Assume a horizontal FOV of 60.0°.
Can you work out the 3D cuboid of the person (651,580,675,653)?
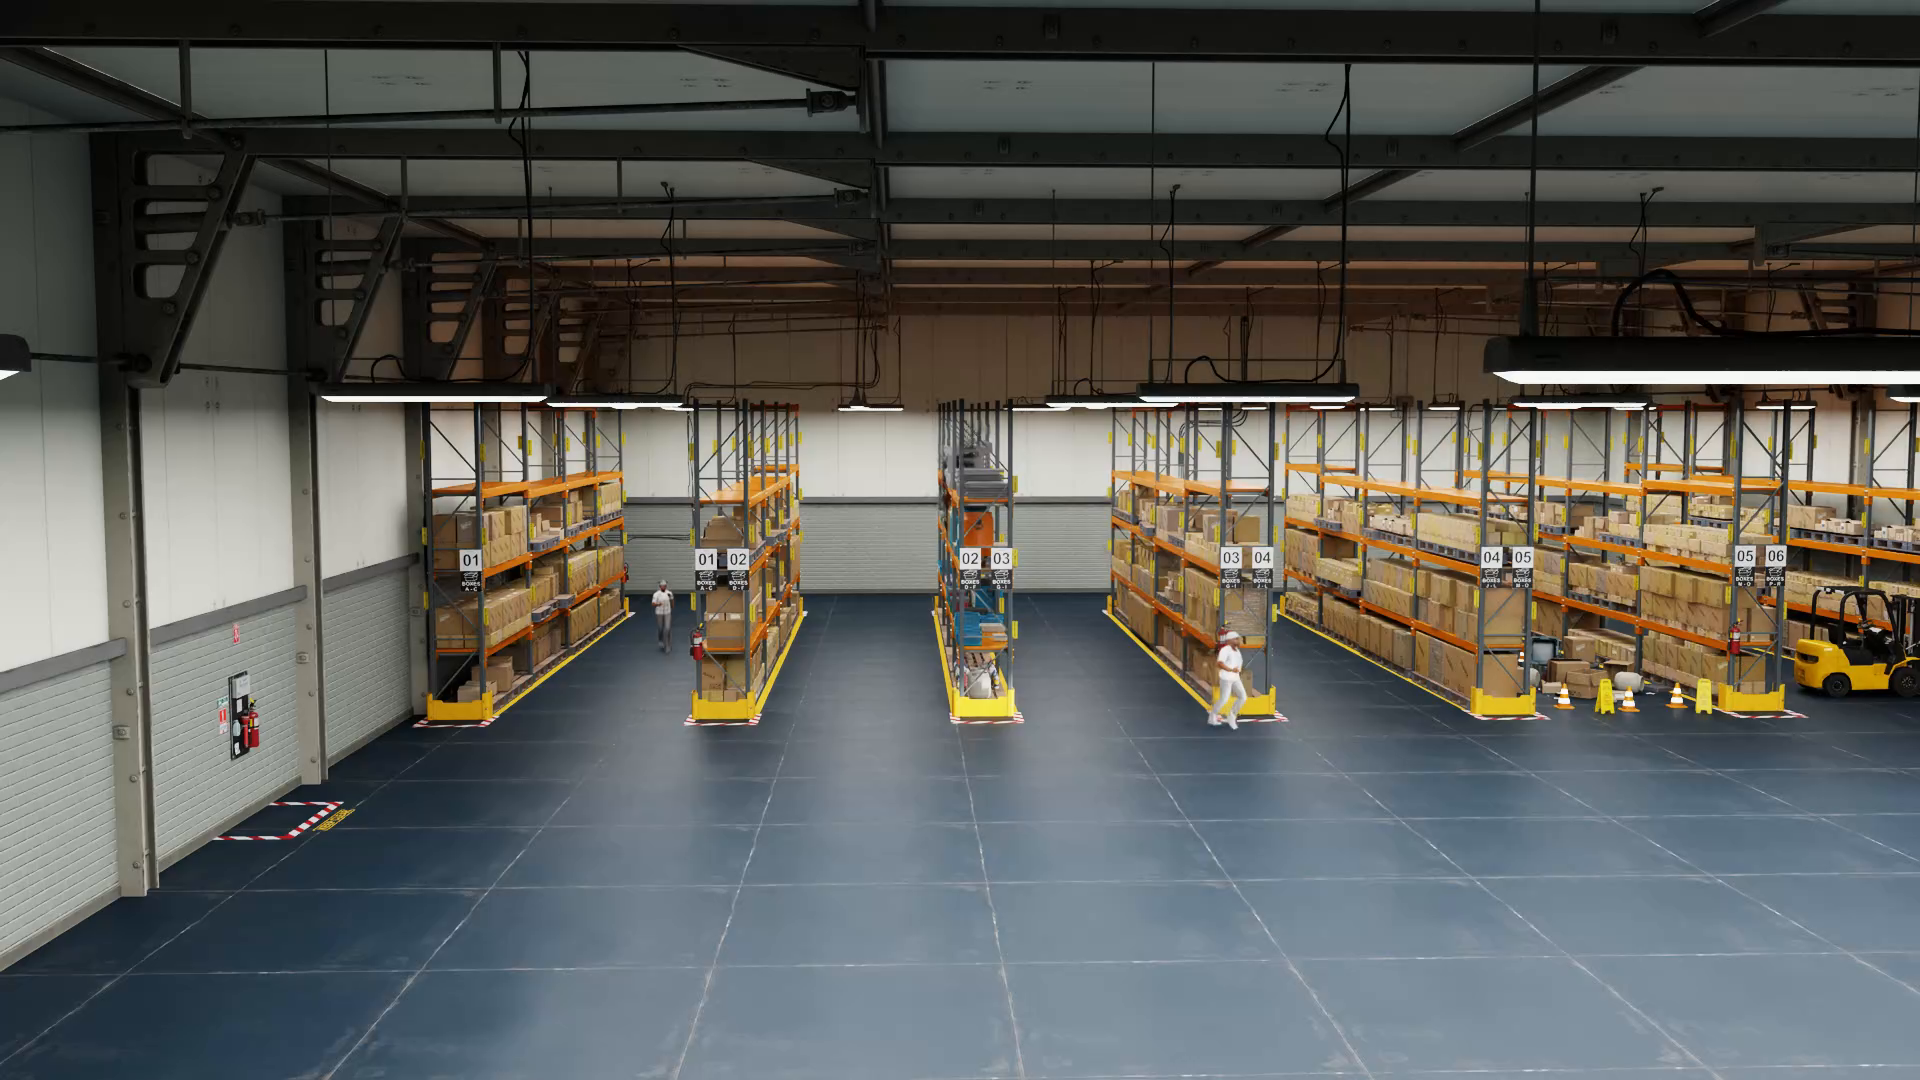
[{"bbox_3d":[-7.154,1.810,40.123,0.570,1.723,0.871,-1,4,-15],"label":"person"}]

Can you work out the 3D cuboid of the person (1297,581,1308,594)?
[{"bbox_3d":[10.166,1.114,49.261,0.691,1.785,0.639,-1,5,-18],"label":"person"}]

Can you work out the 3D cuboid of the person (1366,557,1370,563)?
[{"bbox_3d":[11.311,1.357,46.070,0.648,1.767,0.833,0,4,1],"label":"person"}]

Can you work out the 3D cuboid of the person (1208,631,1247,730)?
[{"bbox_3d":[4.925,2.551,30.300,0.689,1.780,0.733,4,6,43],"label":"person"}]
